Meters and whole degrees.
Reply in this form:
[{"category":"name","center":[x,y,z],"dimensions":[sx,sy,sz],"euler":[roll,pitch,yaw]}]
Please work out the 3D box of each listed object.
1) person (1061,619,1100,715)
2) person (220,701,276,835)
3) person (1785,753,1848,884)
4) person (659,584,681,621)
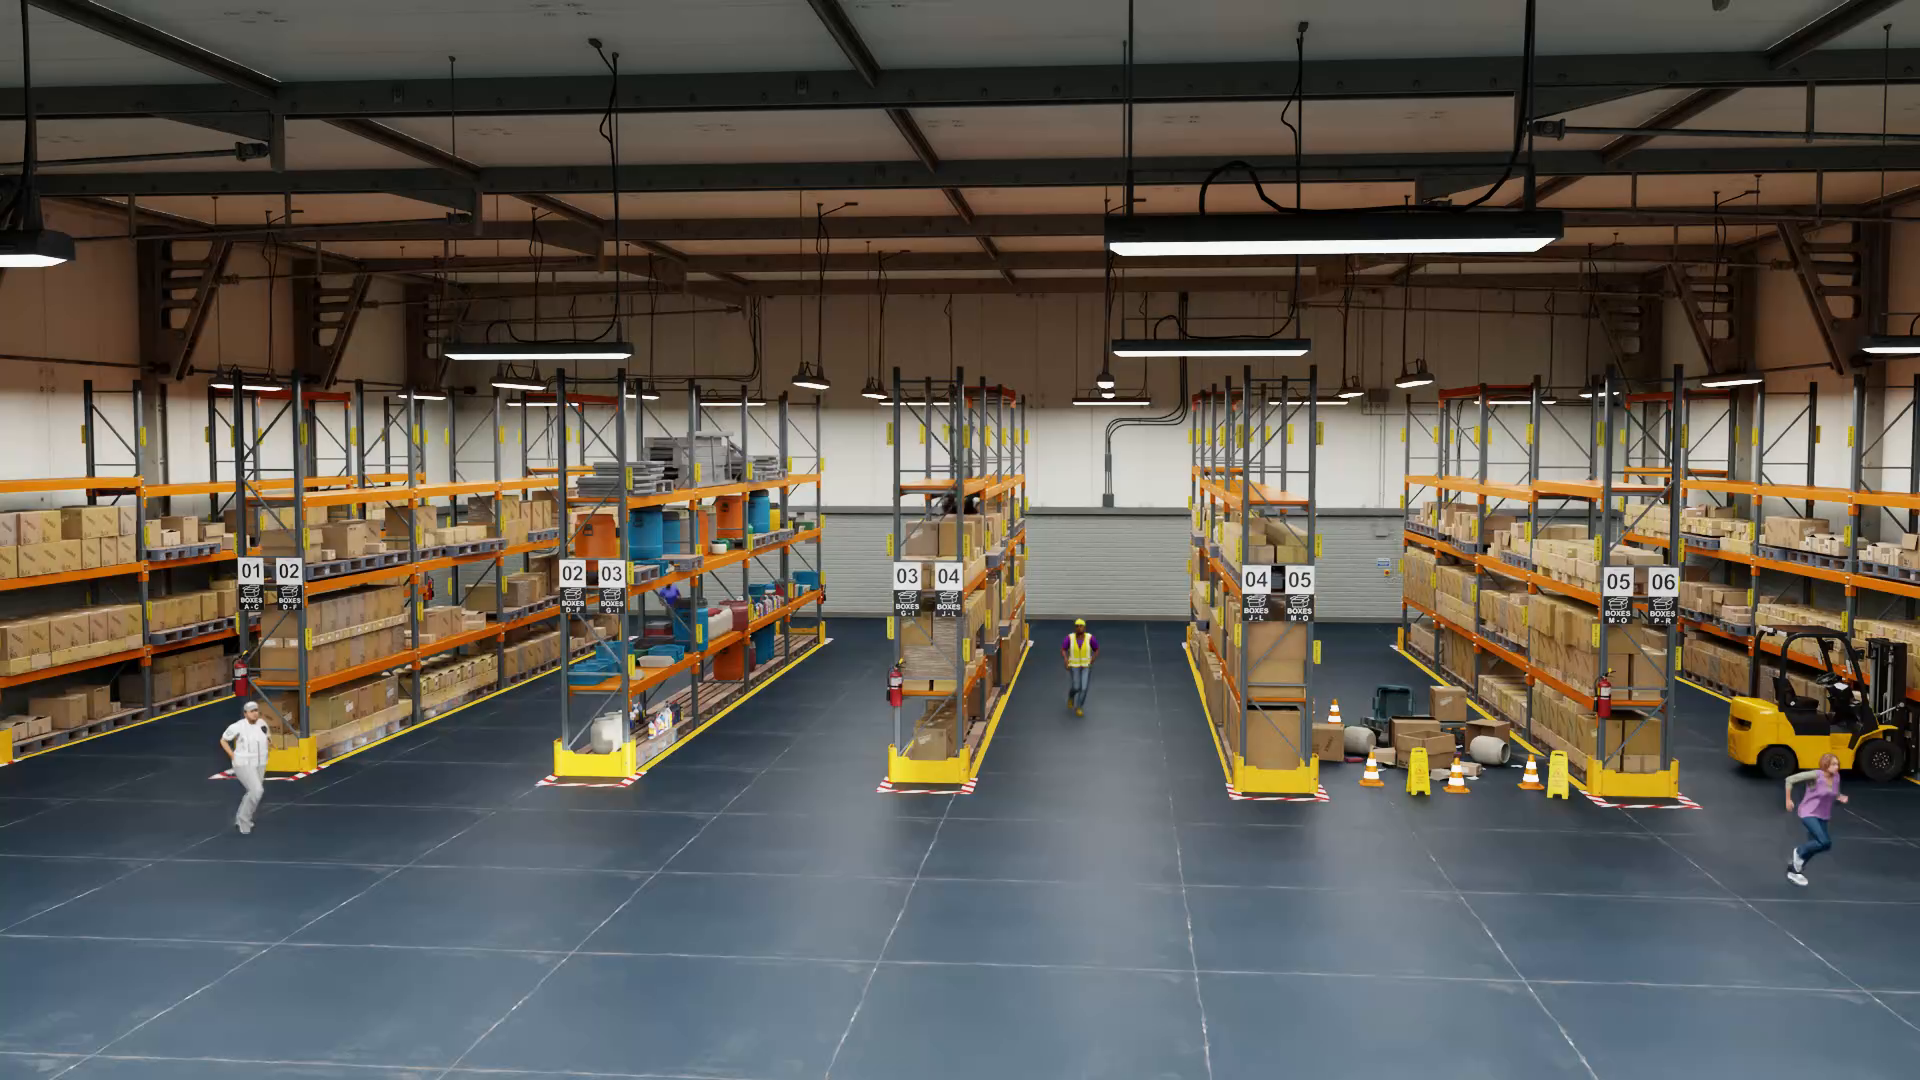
[{"category":"person","center":[2.176,2.283,29.935],"dimensions":[0.686,1.731,0.617],"euler":[0,4,0]},{"category":"person","center":[-8.958,2.883,21.070],"dimensions":[0.680,1.692,0.576],"euler":[2,4,29]},{"category":"person","center":[9.497,3.095,18.428],"dimensions":[0.524,1.525,0.721],"euler":[-1,4,-22]},{"category":"person","center":[-7.031,1.694,40.664],"dimensions":[0.648,1.567,0.542],"euler":[-1,4,-22]}]
